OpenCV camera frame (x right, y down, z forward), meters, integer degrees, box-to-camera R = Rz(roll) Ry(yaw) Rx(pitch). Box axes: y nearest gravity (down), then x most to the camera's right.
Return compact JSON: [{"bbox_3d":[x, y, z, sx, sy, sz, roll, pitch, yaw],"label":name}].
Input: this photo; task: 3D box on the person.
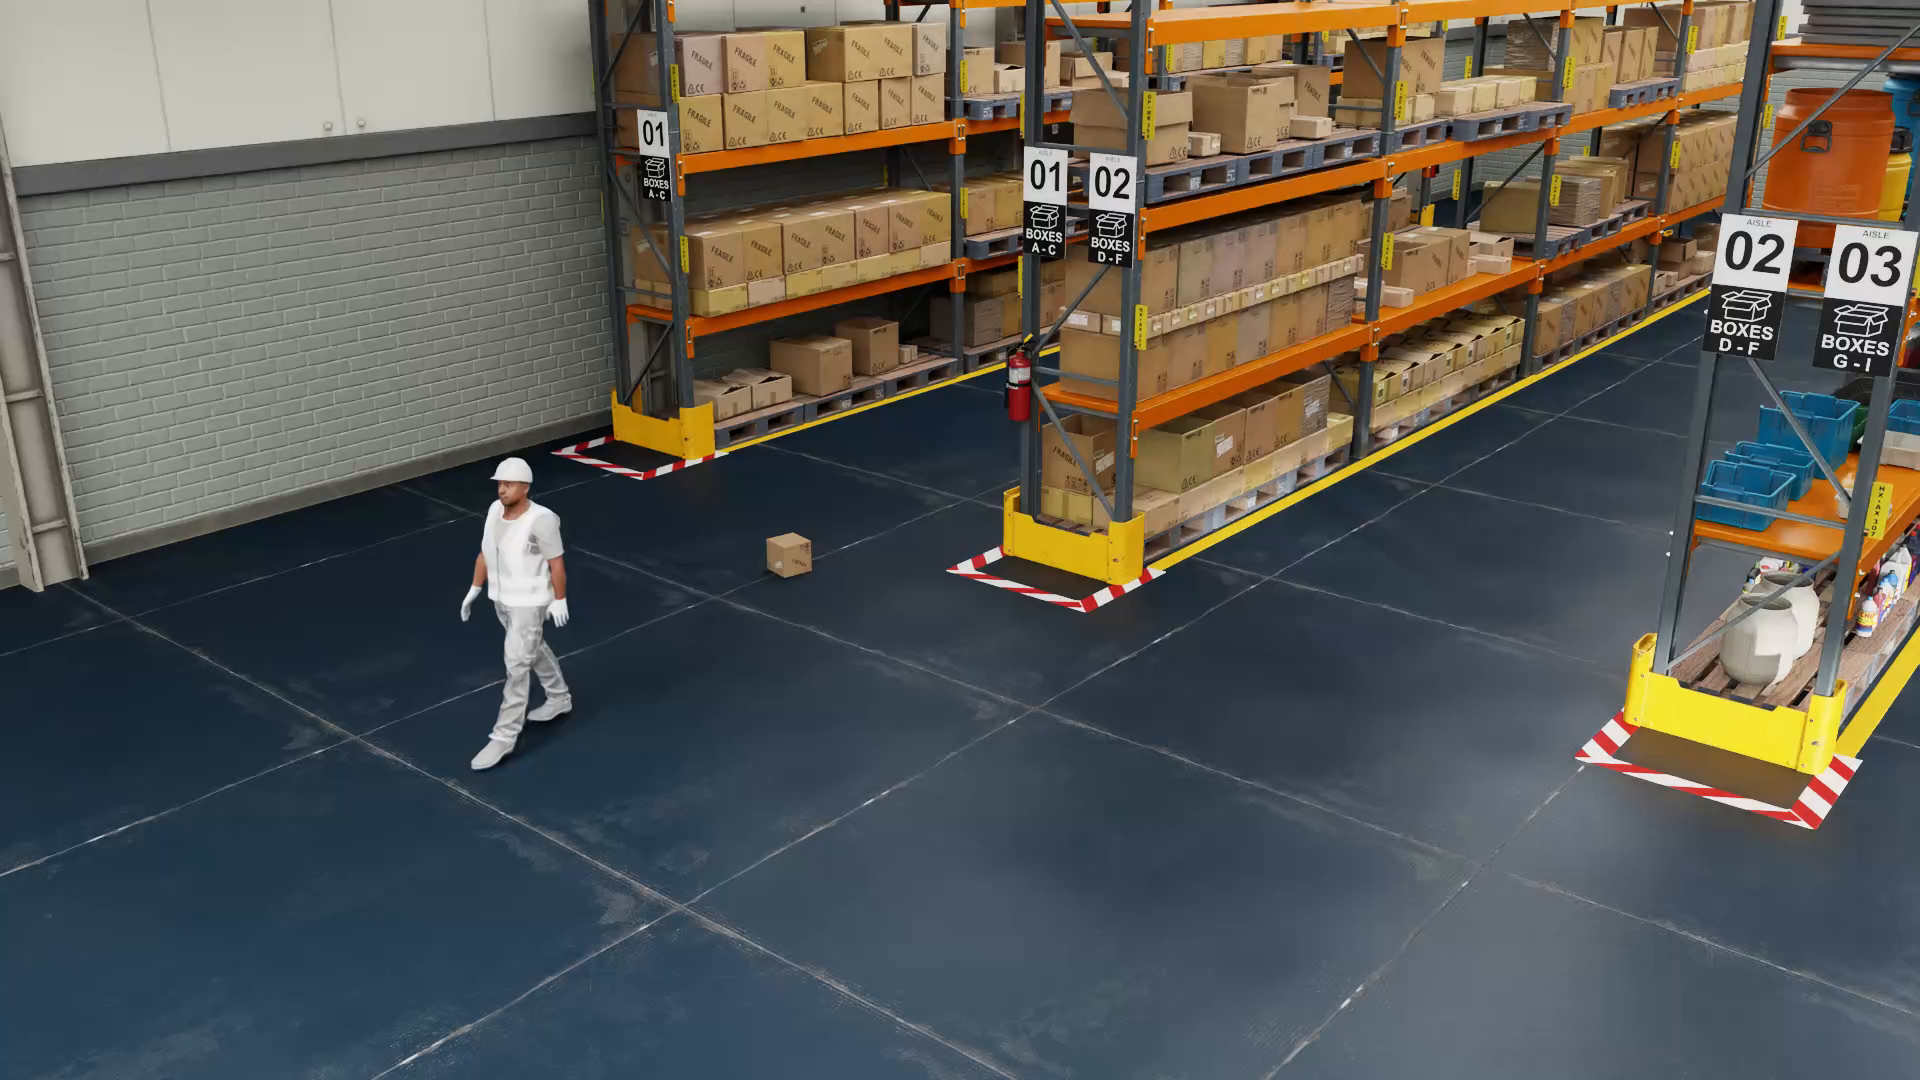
[{"bbox_3d":[-2.724,0.384,9.945,0.553,1.755,0.897,15,25,35],"label":"person"}]
